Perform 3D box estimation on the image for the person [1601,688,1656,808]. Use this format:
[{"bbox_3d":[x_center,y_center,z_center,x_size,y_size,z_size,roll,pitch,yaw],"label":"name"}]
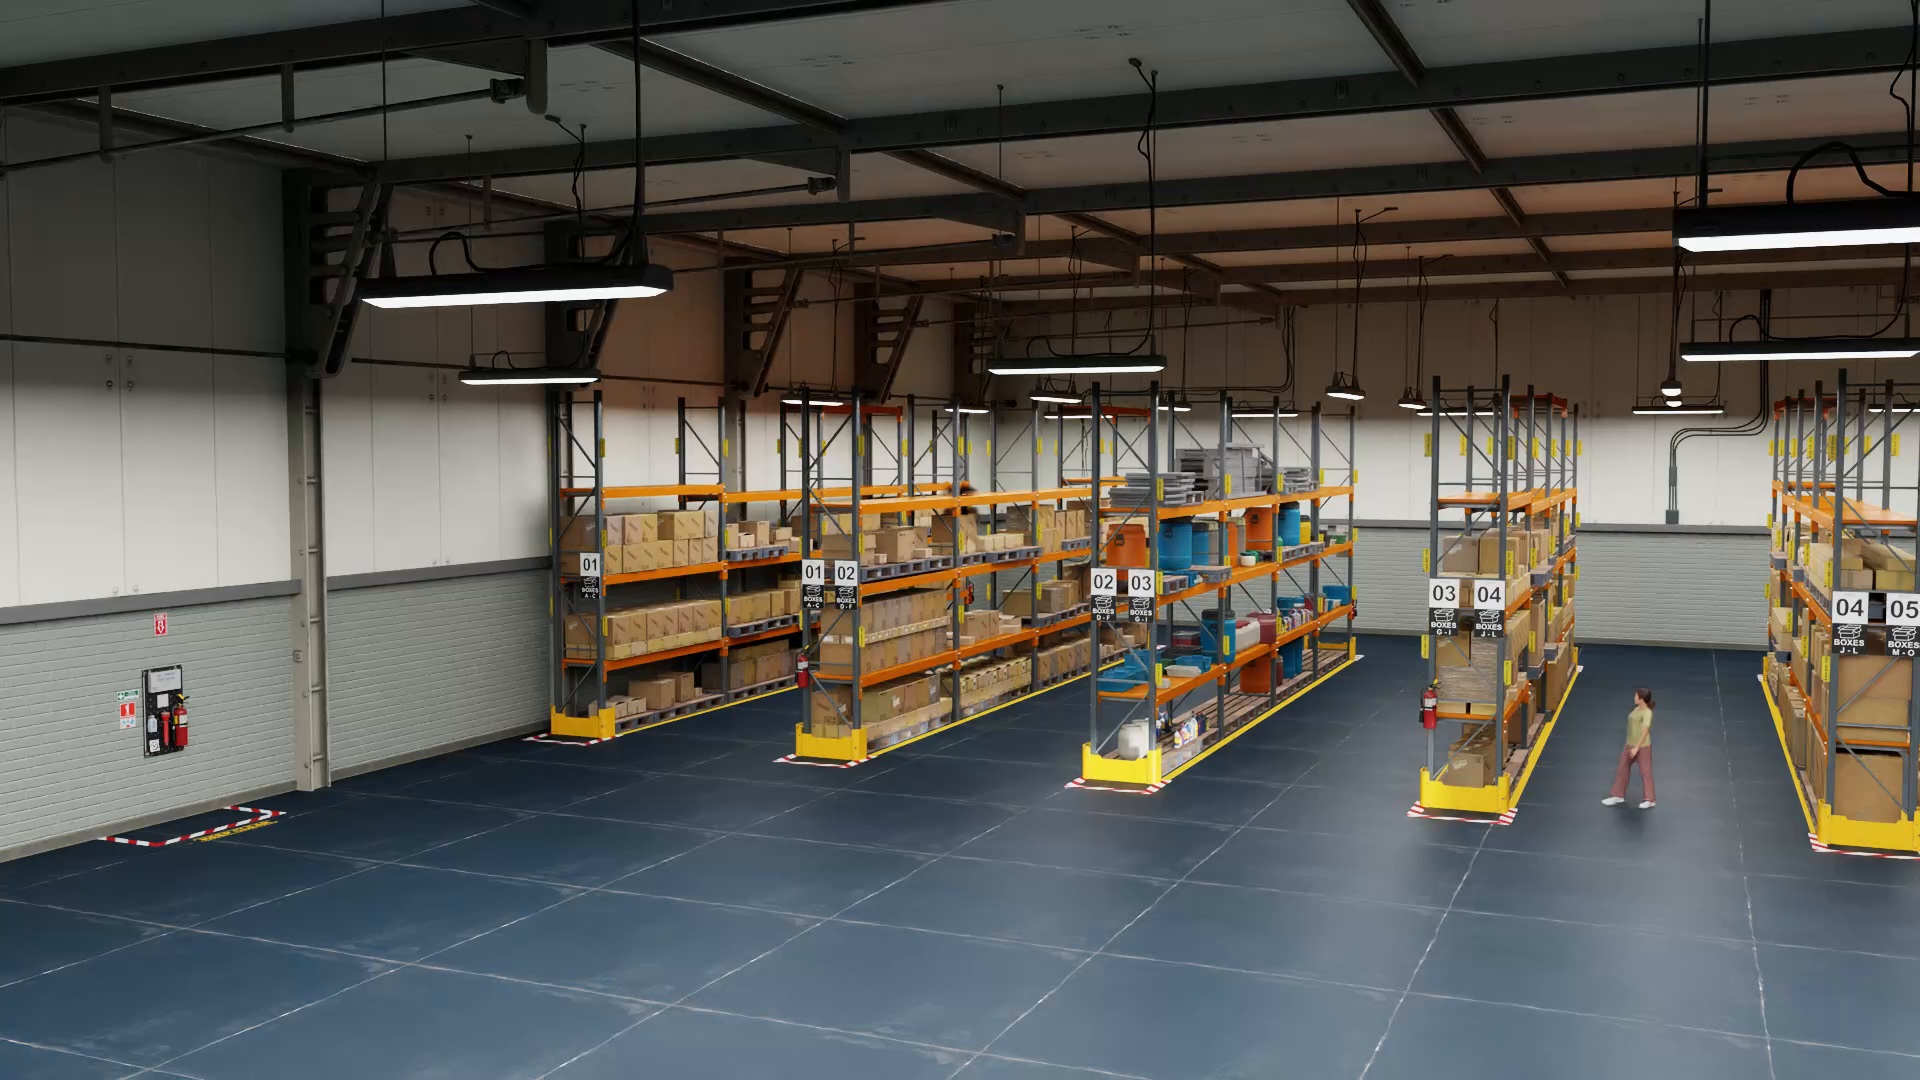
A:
[{"bbox_3d":[9.386,2.891,23.203,0.589,1.673,0.561,-1,3,-19],"label":"person"}]
